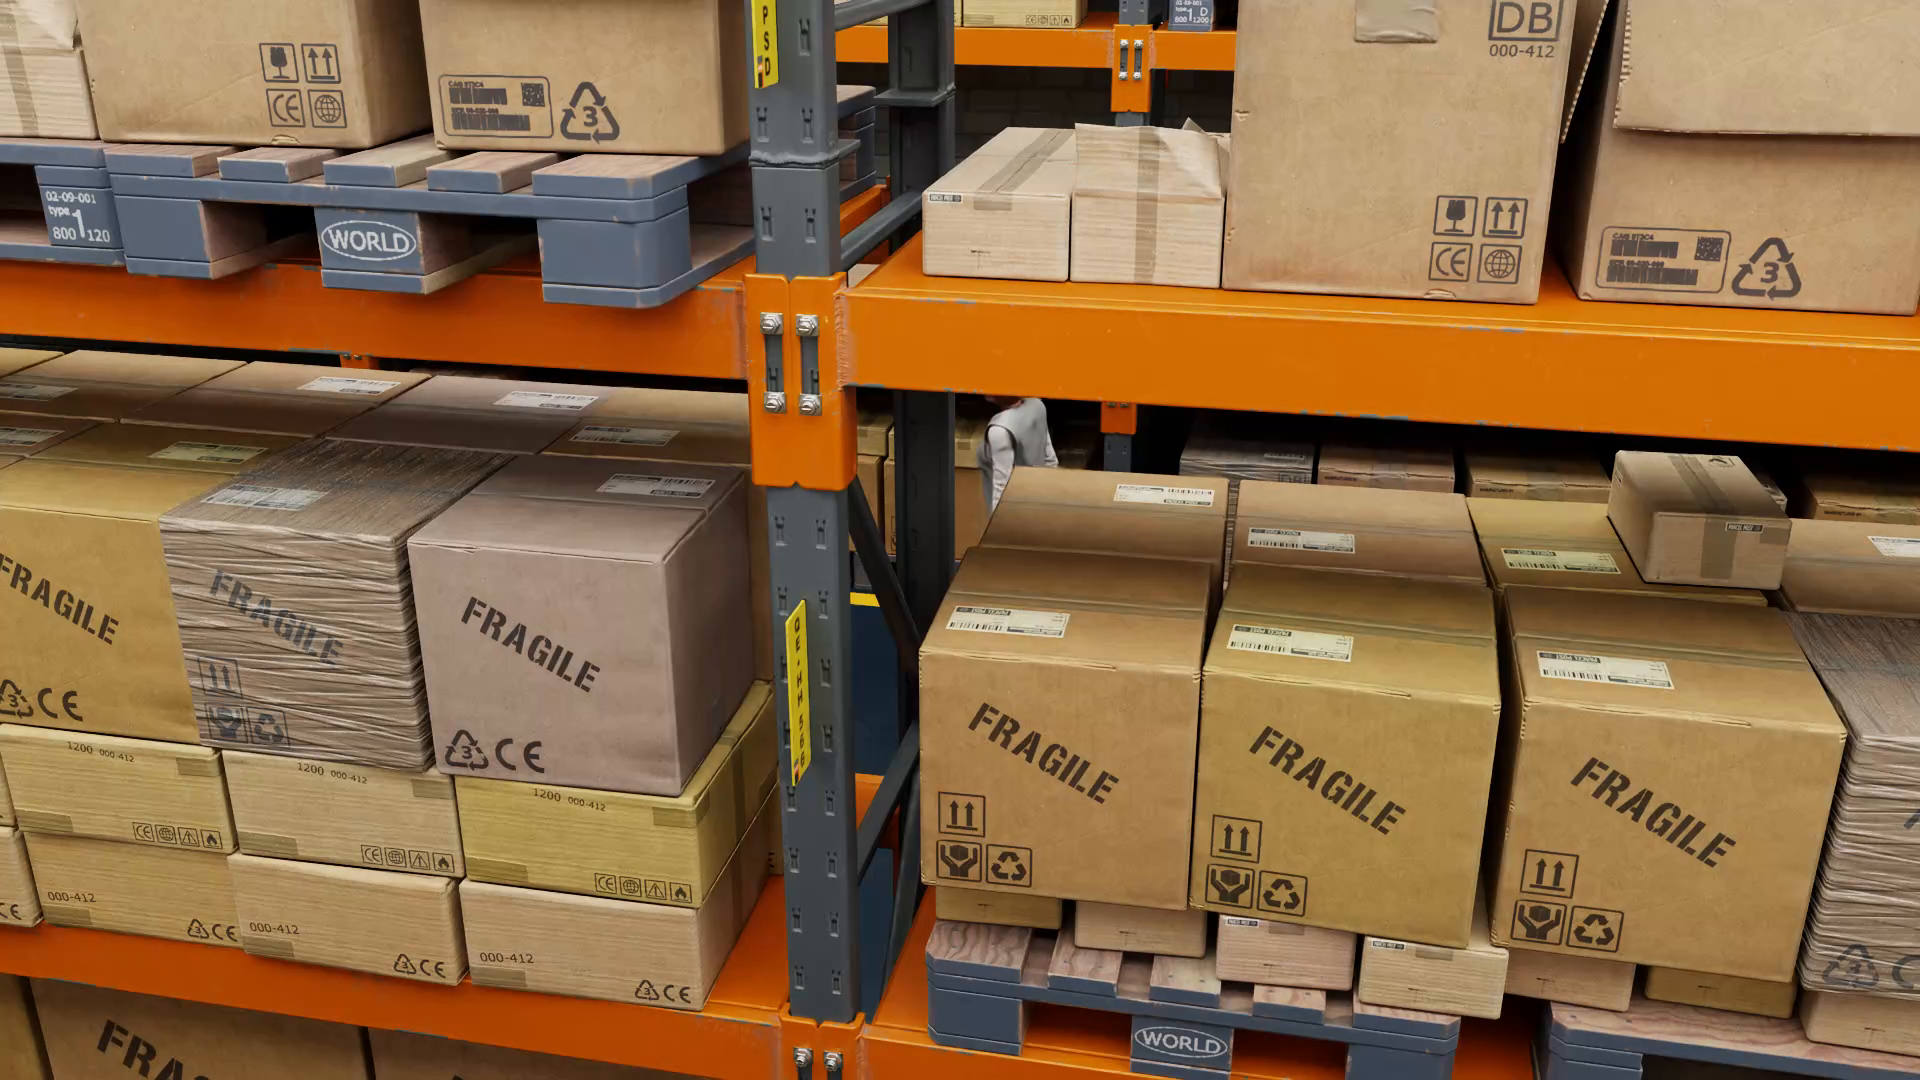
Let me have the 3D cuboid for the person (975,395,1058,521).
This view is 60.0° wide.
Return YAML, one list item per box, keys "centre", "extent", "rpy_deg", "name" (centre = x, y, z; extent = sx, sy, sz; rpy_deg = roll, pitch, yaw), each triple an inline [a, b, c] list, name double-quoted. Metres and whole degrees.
- centre: [0.375, -0.033, 7.179]
  extent: [0.596, 1.578, 0.449]
  rpy_deg: [12, 25, 27]
  name: "person"
